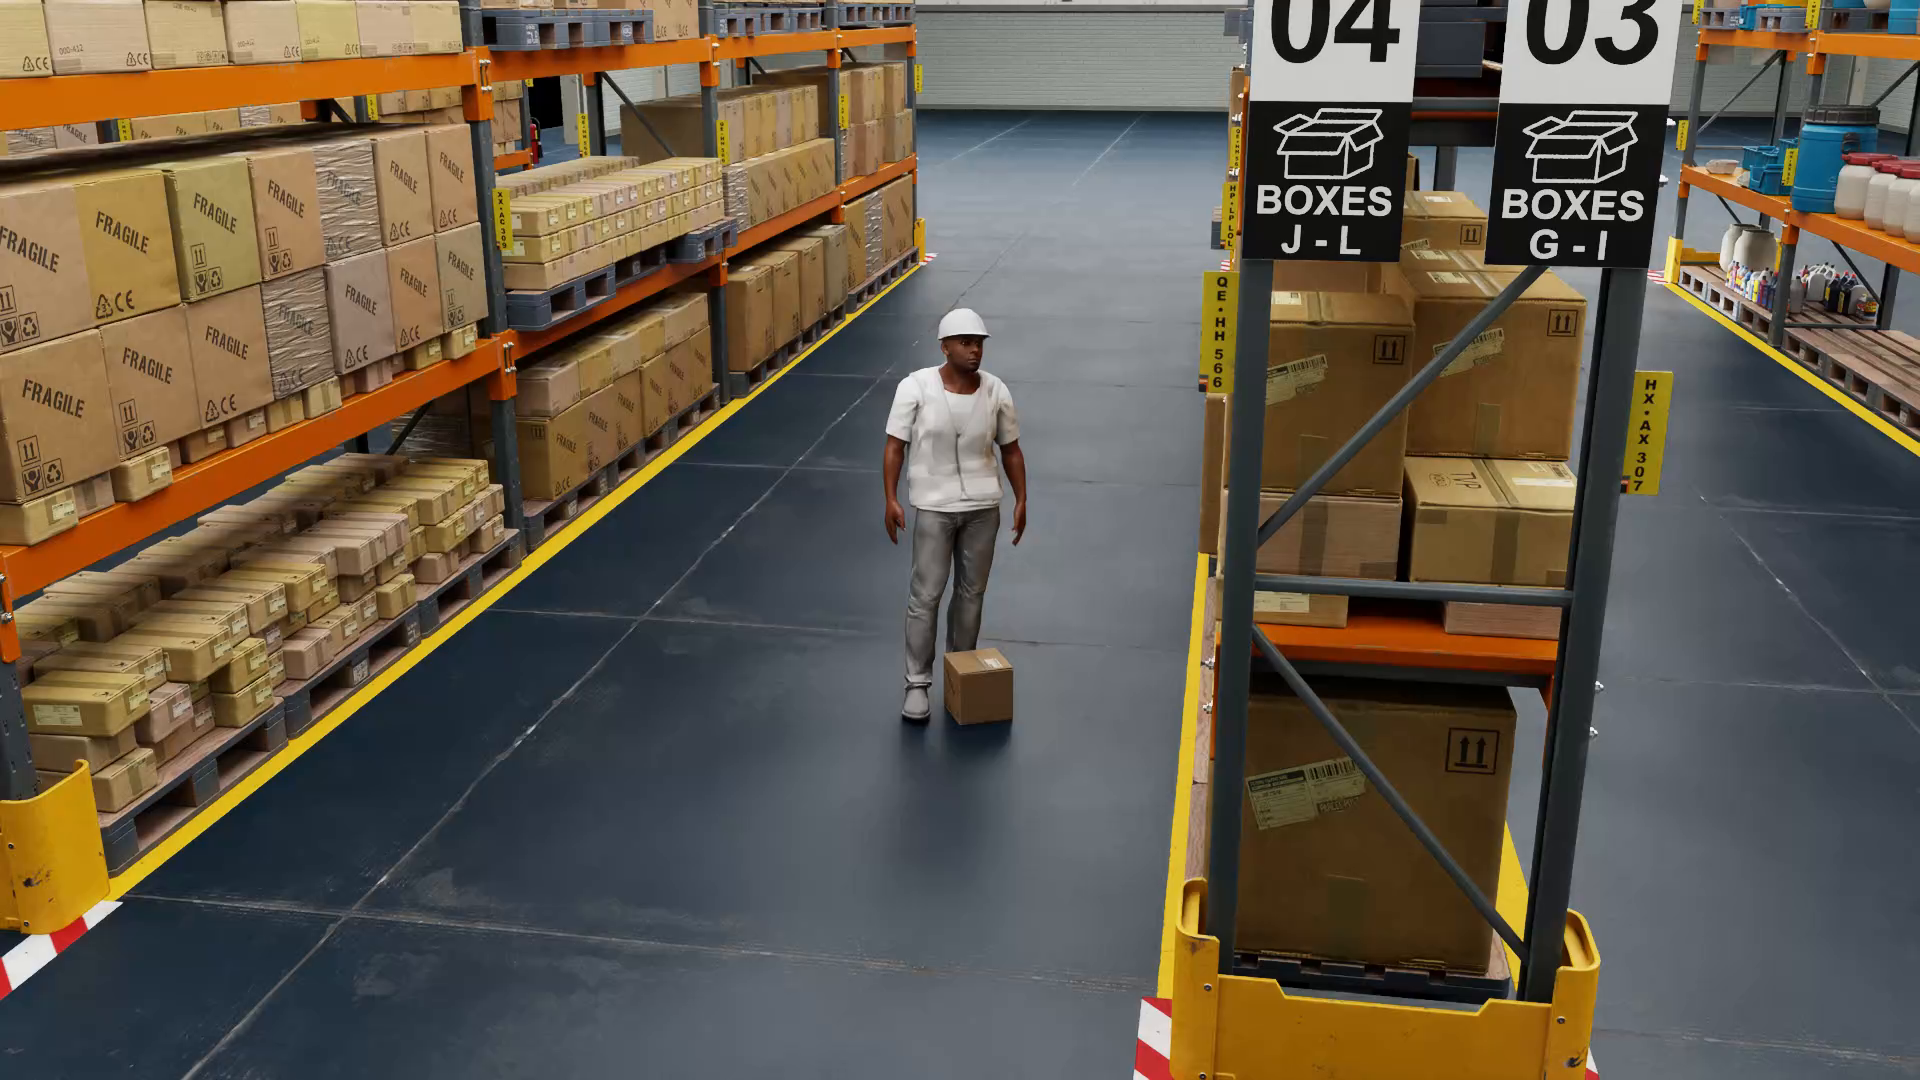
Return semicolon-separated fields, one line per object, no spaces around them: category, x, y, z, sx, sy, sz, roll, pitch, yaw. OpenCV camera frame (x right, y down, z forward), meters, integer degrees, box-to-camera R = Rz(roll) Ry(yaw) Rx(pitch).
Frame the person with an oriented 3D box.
person;-0.001;-0.131;7.392;0.665;1.765;0.577;-5;18;-15
